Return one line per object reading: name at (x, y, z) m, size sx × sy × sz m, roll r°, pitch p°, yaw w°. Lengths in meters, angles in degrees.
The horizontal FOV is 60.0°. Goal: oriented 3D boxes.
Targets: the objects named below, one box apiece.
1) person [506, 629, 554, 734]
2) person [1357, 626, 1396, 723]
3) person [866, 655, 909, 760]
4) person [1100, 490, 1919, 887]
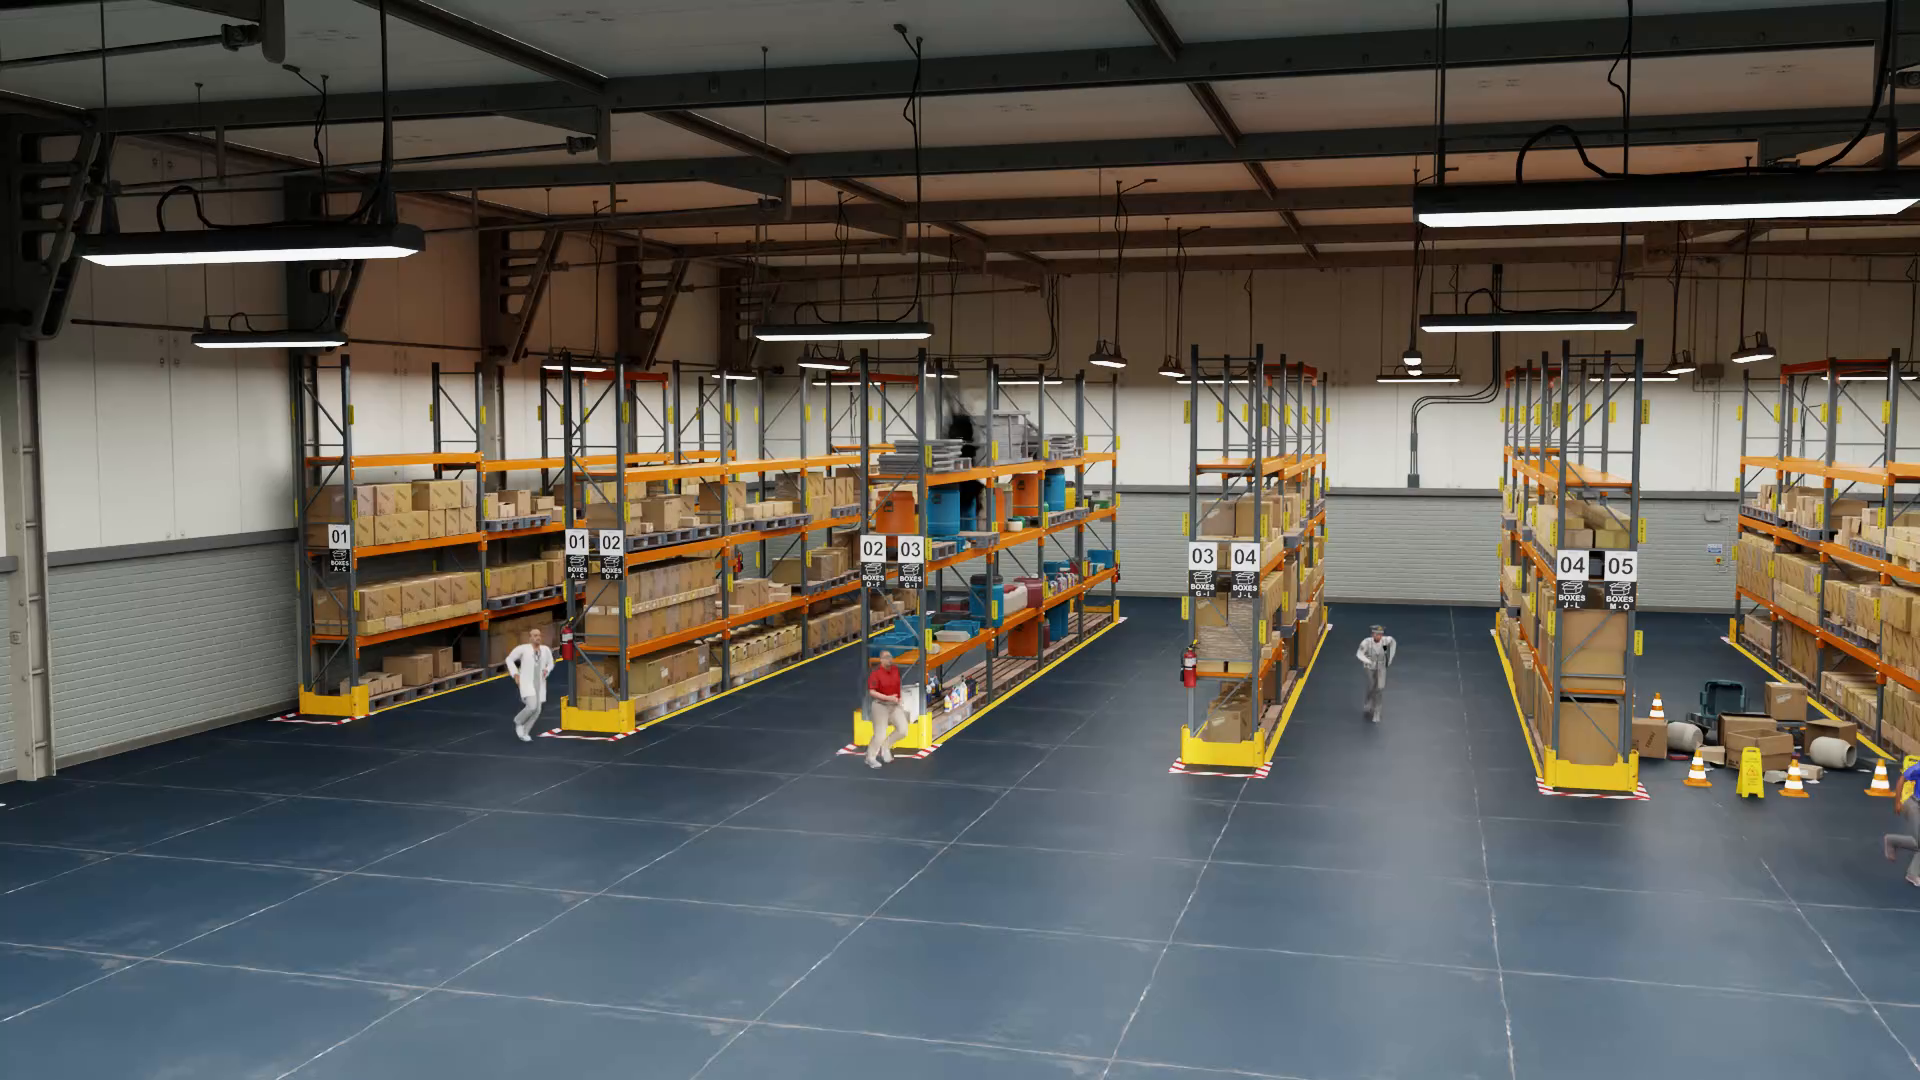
person at (-6.535, 2.193, 25.502) m, size 0.688 × 1.660 × 0.626 m, roll -4°, pitch 6°, yaw -41°
person at (6.860, 2.178, 27.486) m, size 0.658 × 1.625 × 0.927 m, roll 0°, pitch 4°, yaw 4°
person at (-1.058, 2.377, 23.571) m, size 0.648 × 1.533 × 0.650 m, roll -4°, pitch 6°, yaw -40°
person at (6.917, 1.251, 28.974) m, size 4.239 × 3.215 × 23.967 m, roll -2°, pitch 5°, yaw -25°
